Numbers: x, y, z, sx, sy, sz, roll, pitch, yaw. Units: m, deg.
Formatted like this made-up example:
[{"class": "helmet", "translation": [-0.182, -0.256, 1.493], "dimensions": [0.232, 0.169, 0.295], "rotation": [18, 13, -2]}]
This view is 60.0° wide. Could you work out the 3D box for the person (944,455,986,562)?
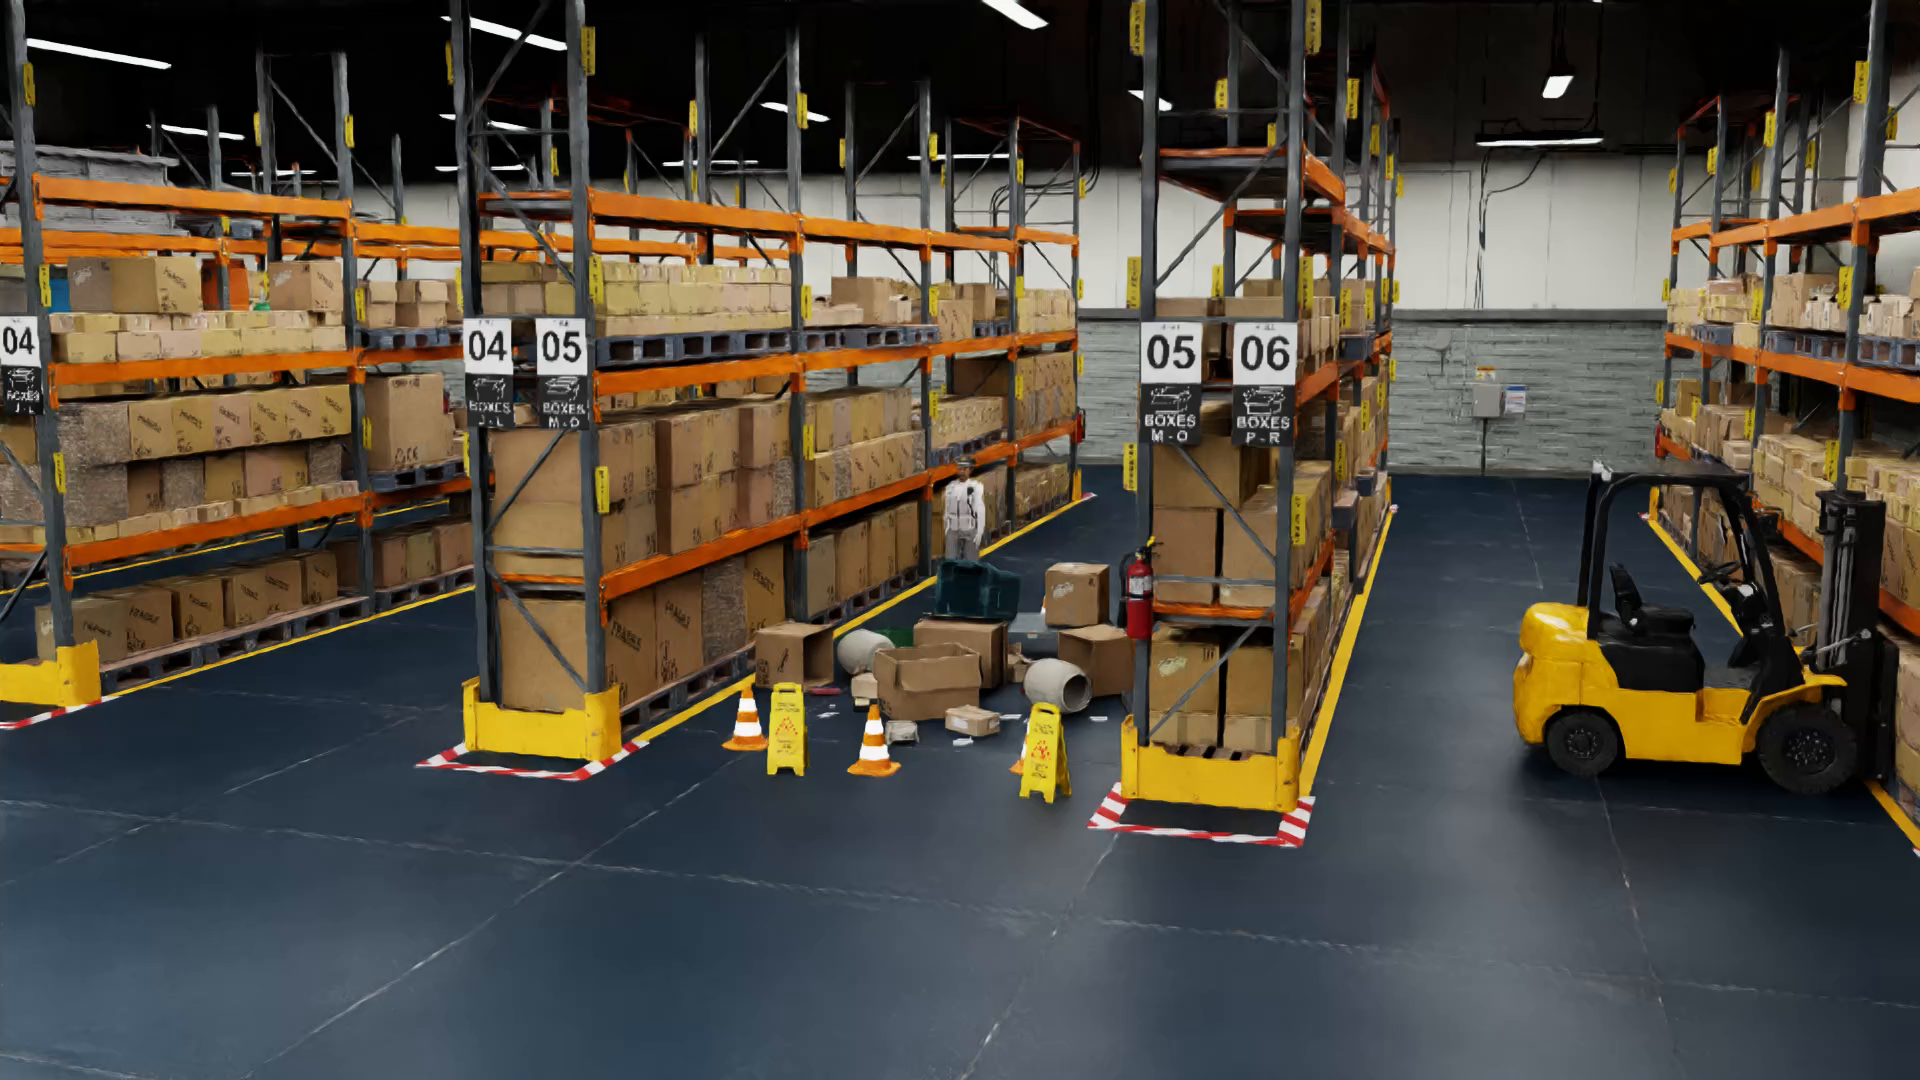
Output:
[{"class": "person", "translation": [0.039, -0.075, 17.851], "dimensions": [0.473, 1.690, 0.441], "rotation": [3, 9, 17]}]
